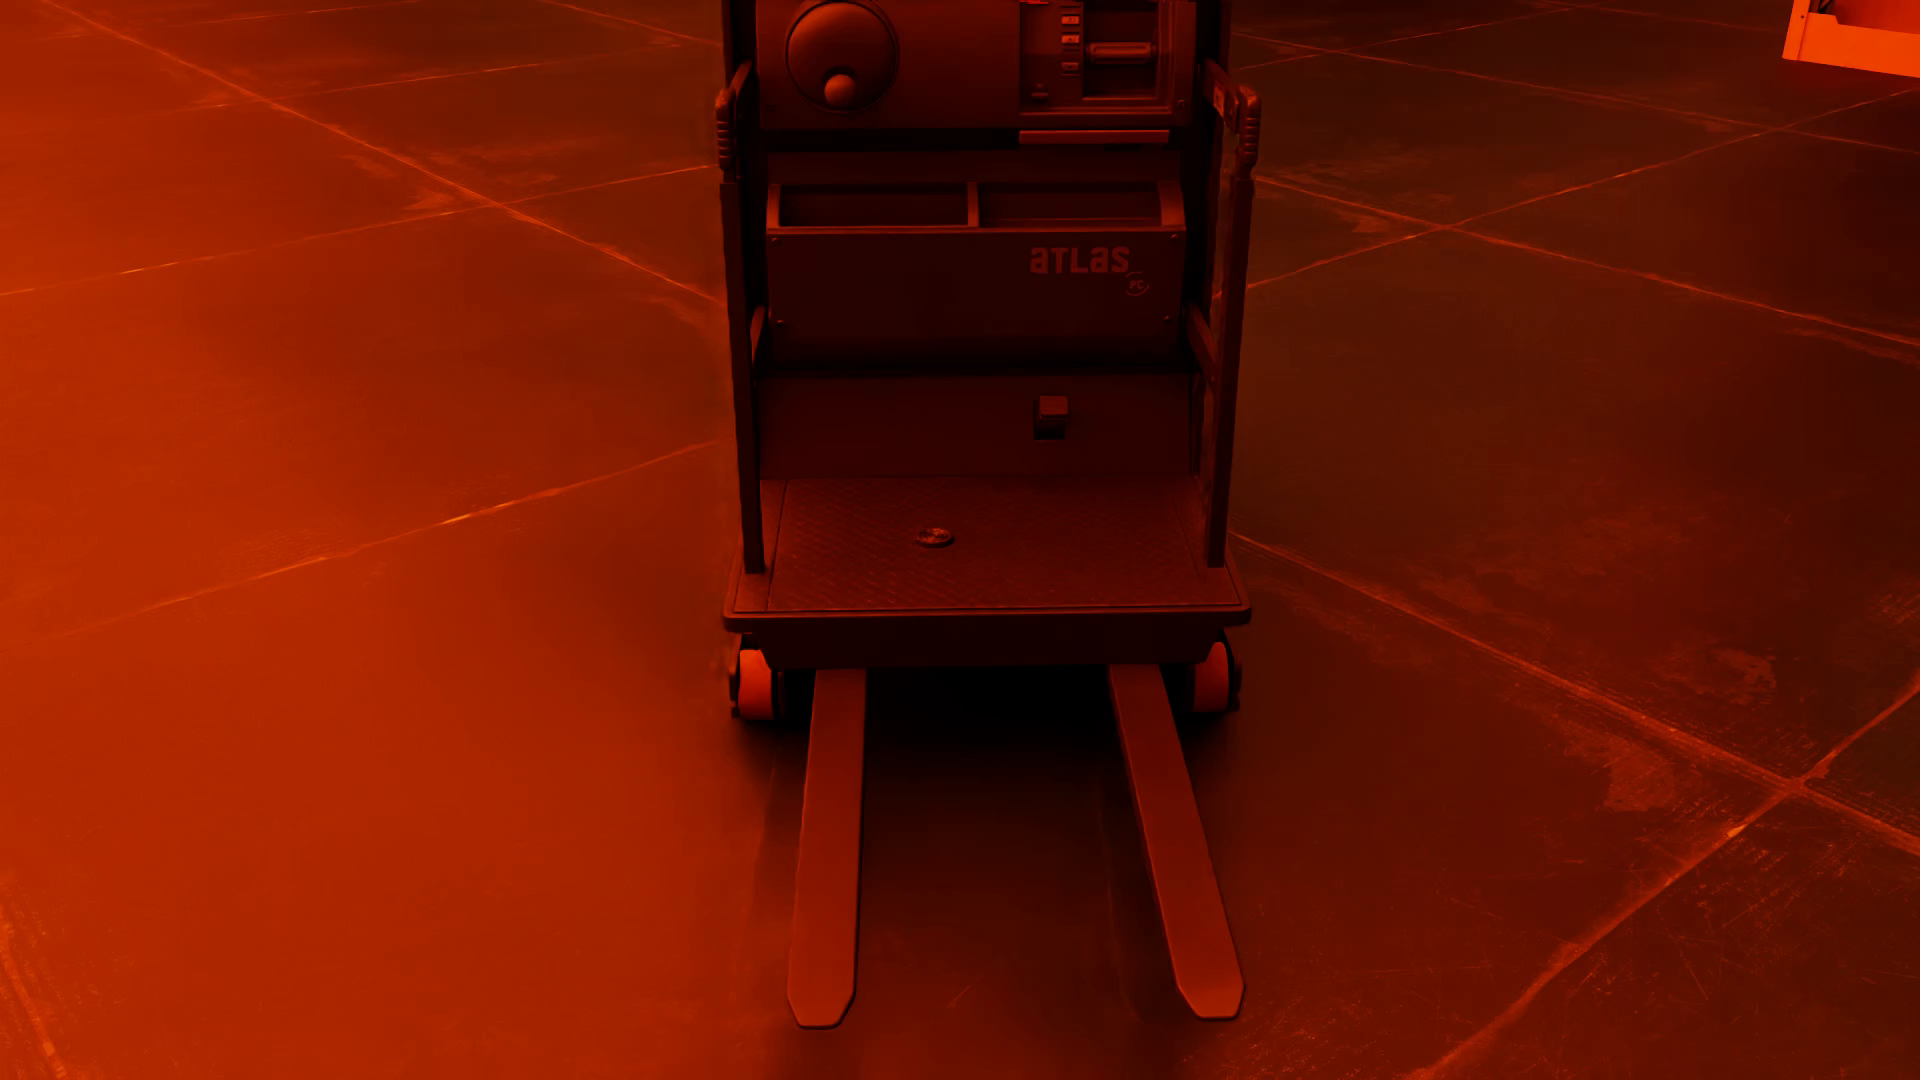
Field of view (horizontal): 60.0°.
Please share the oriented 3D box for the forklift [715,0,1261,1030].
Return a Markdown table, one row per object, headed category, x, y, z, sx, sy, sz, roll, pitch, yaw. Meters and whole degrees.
| category | x | y | z | sx | sy | sz | roll | pitch | yaw |
| --- | --- | --- | --- | --- | --- | --- | --- | --- | --- |
| forklift | 0.044 | -1.054 | 3.327 | 1.130 | 2.935 | 3.031 | -1 | 26 | -2 |
